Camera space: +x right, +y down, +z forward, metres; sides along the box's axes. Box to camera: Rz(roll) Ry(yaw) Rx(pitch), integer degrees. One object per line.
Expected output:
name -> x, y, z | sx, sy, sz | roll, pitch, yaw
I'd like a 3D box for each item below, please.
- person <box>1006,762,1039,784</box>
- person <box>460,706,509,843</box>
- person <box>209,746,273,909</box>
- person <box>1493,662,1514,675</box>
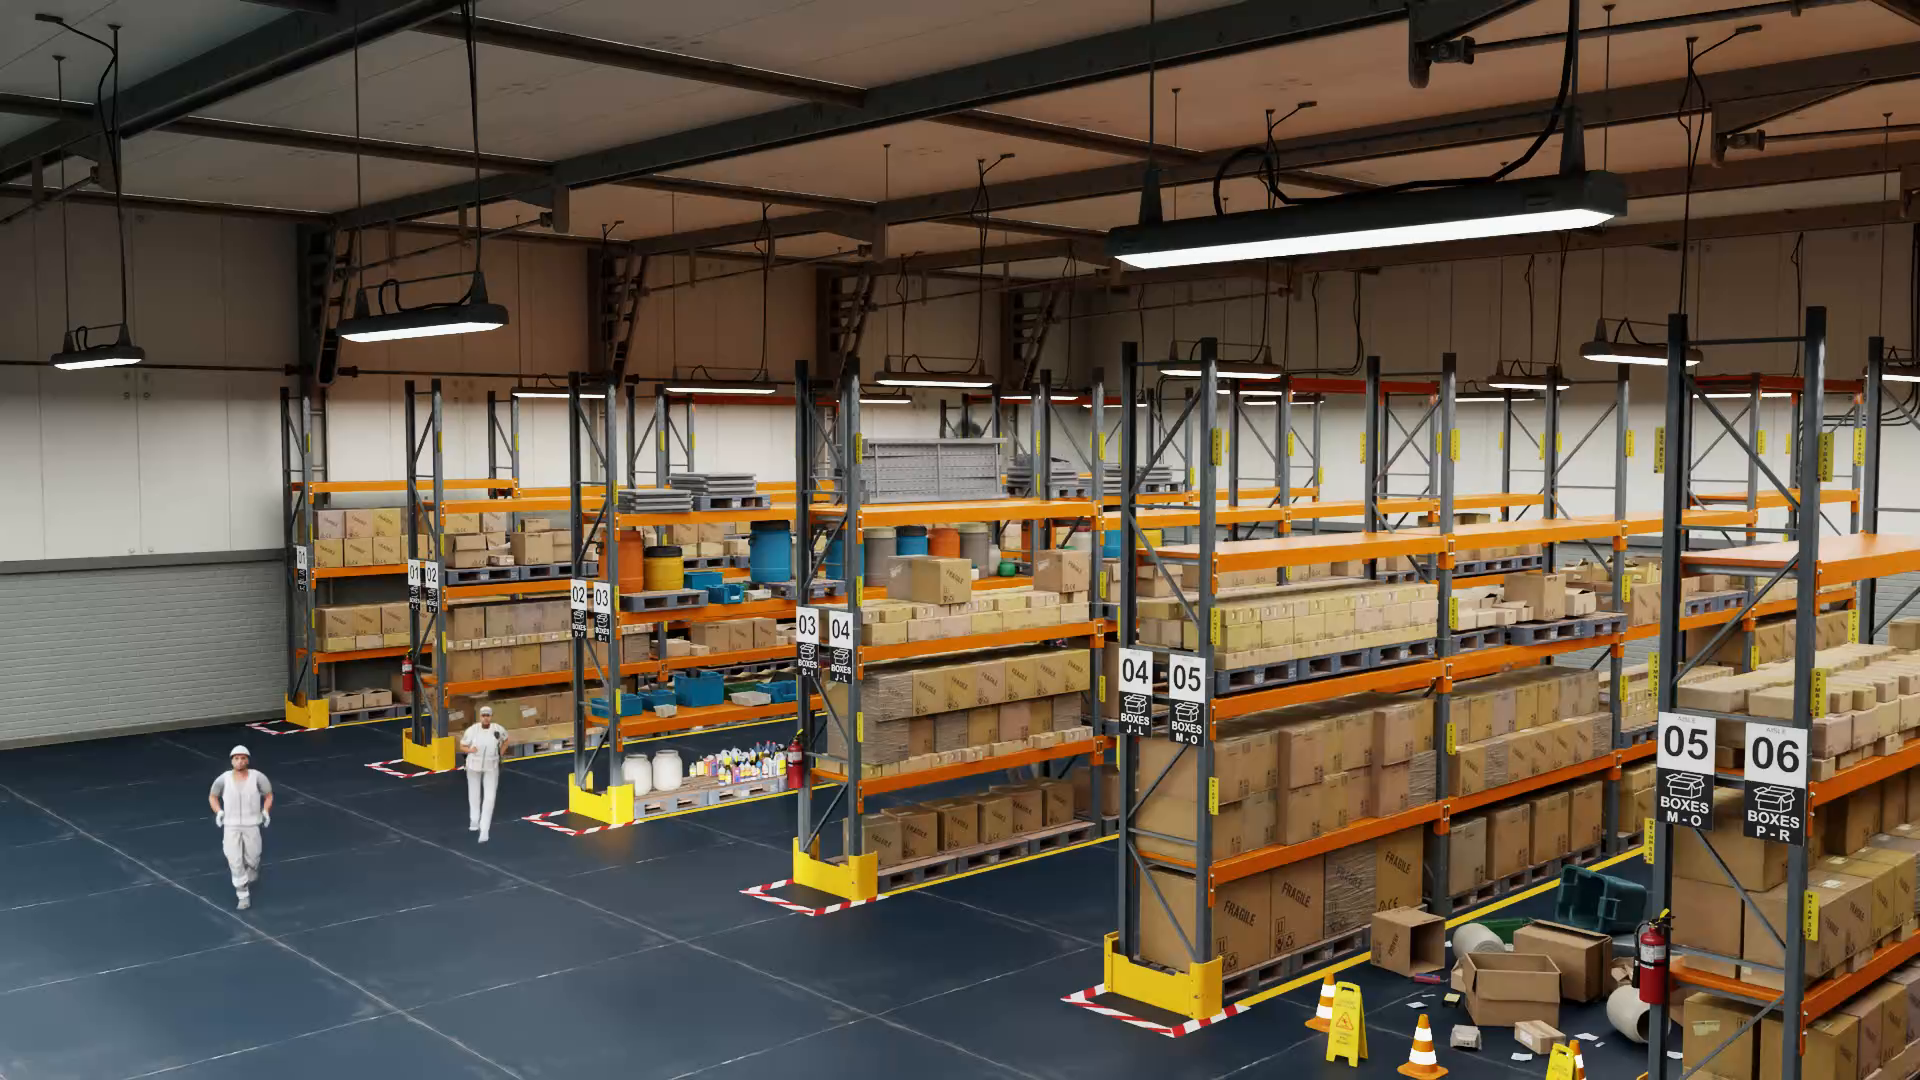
person -> 0.943, 2.807, 23.132 | 0.673, 1.836, 0.814 | 3, 5, 42
person -> -6.104, 2.980, 21.368 | 0.605, 1.725, 0.777 | -1, 4, -13
person -> -7.912, 3.129, 18.307 | 0.655, 1.753, 0.699 | -1, 4, -20
person -> 8.387, 2.649, 25.651 | 0.586, 1.737, 0.638 | -3, 5, -43
